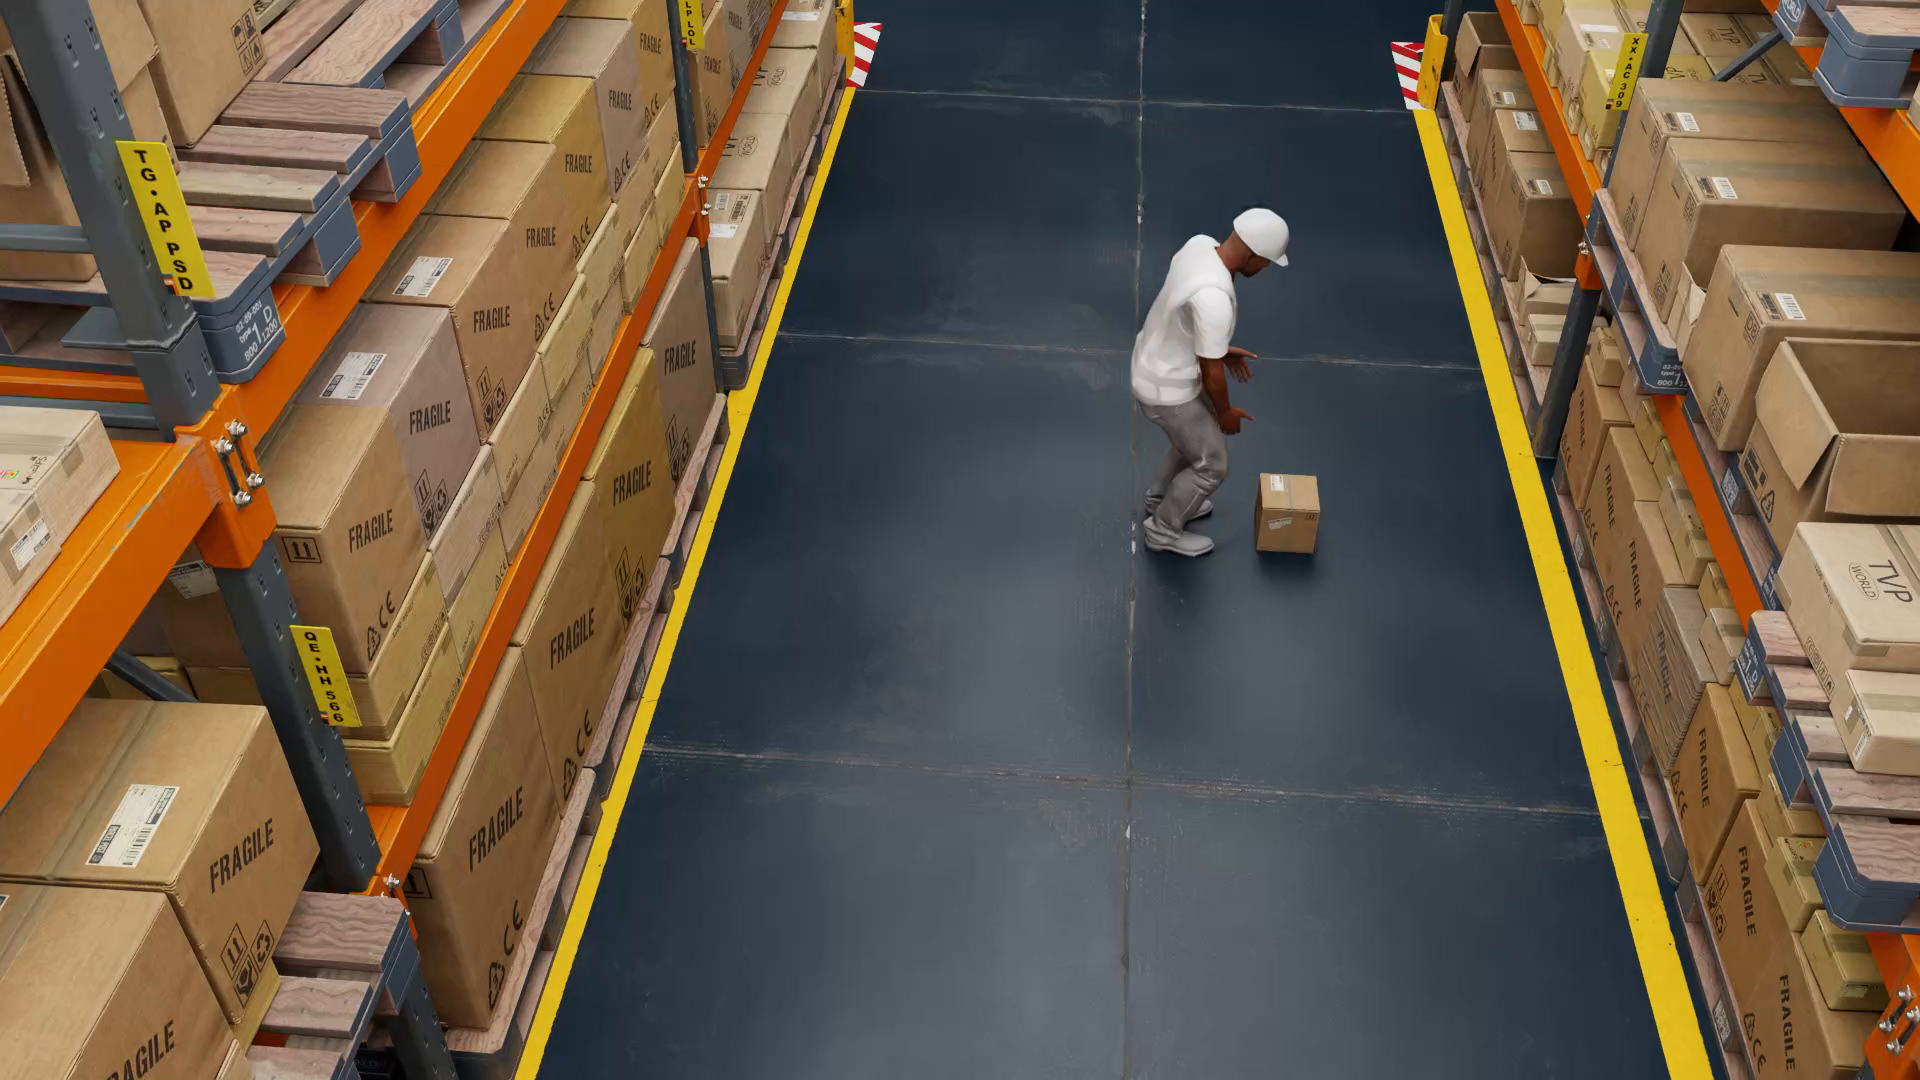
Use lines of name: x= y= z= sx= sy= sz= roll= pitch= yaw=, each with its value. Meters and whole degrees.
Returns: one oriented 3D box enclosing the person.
person: x=1.023 y=-0.693 z=7.089 sx=0.599 sy=1.613 sz=0.616 roll=4 pitch=40 yaw=5
